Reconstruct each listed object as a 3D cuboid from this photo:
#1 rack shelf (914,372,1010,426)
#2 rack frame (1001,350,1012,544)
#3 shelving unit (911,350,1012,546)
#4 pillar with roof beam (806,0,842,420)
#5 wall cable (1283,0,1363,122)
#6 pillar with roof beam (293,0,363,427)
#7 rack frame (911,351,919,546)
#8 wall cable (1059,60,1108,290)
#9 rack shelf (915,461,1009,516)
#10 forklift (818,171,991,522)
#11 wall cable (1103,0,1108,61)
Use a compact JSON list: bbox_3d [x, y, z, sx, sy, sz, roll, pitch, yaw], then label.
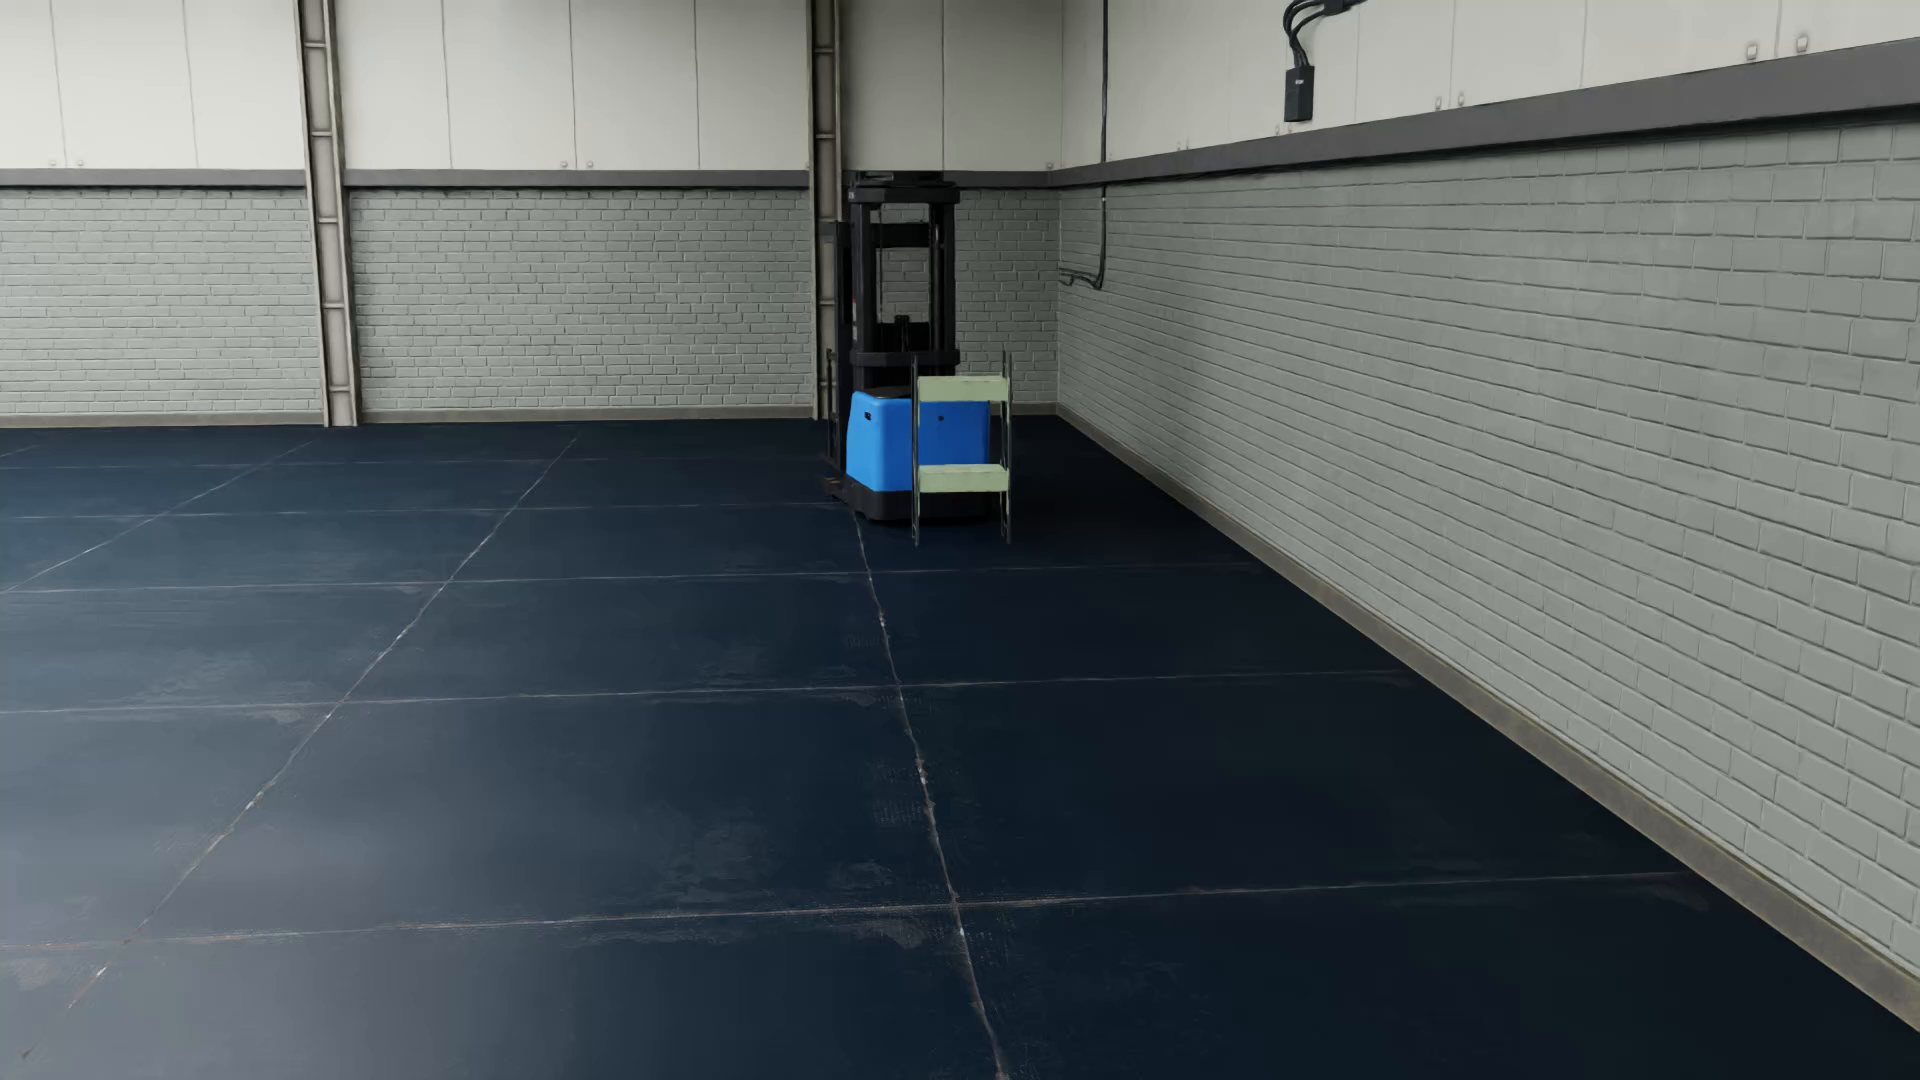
[{"bbox_3d":[0.007,-1.119,13.149,0.720,0.370,0.431,-1,11,-6],"label":"rack shelf"},{"bbox_3d":[0.371,-0.744,13.263,0.023,1.500,0.400,-1,11,-6],"label":"rack frame"},{"bbox_3d":[0.007,-0.736,13.224,0.755,1.500,0.431,-1,11,-6],"label":"shelving unit"},{"bbox_3d":[-1.211,-5.142,16.196,0.400,9.000,9.100,-1,11,-6],"label":"pillar with roof beam"},{"bbox_3d":[2.406,-5.623,9.827,0.169,6.003,2.305,-1,11,-6],"label":"wall cable"},{"bbox_3d":[-7.175,-5.017,15.560,0.400,9.000,9.100,-1,11,-6],"label":"pillar with roof beam"},{"bbox_3d":[-0.357,-0.728,13.185,0.023,1.500,0.400,-1,11,-6],"label":"rack frame"},{"bbox_3d":[1.396,-4.252,19.717,0.112,2.526,3.097,-1,11,-6],"label":"wall cable"},{"bbox_3d":[0.007,-0.416,13.287,0.720,0.370,0.431,-1,11,-6],"label":"rack shelf"},{"bbox_3d":[-0.649,-1.835,15.102,1.130,2.935,3.031,-3,12,-16],"label":"forklift"},{"bbox_3d":[1.688,-6.211,16.591,0.112,2.526,3.097,-1,11,-6],"label":"wall cable"}]
